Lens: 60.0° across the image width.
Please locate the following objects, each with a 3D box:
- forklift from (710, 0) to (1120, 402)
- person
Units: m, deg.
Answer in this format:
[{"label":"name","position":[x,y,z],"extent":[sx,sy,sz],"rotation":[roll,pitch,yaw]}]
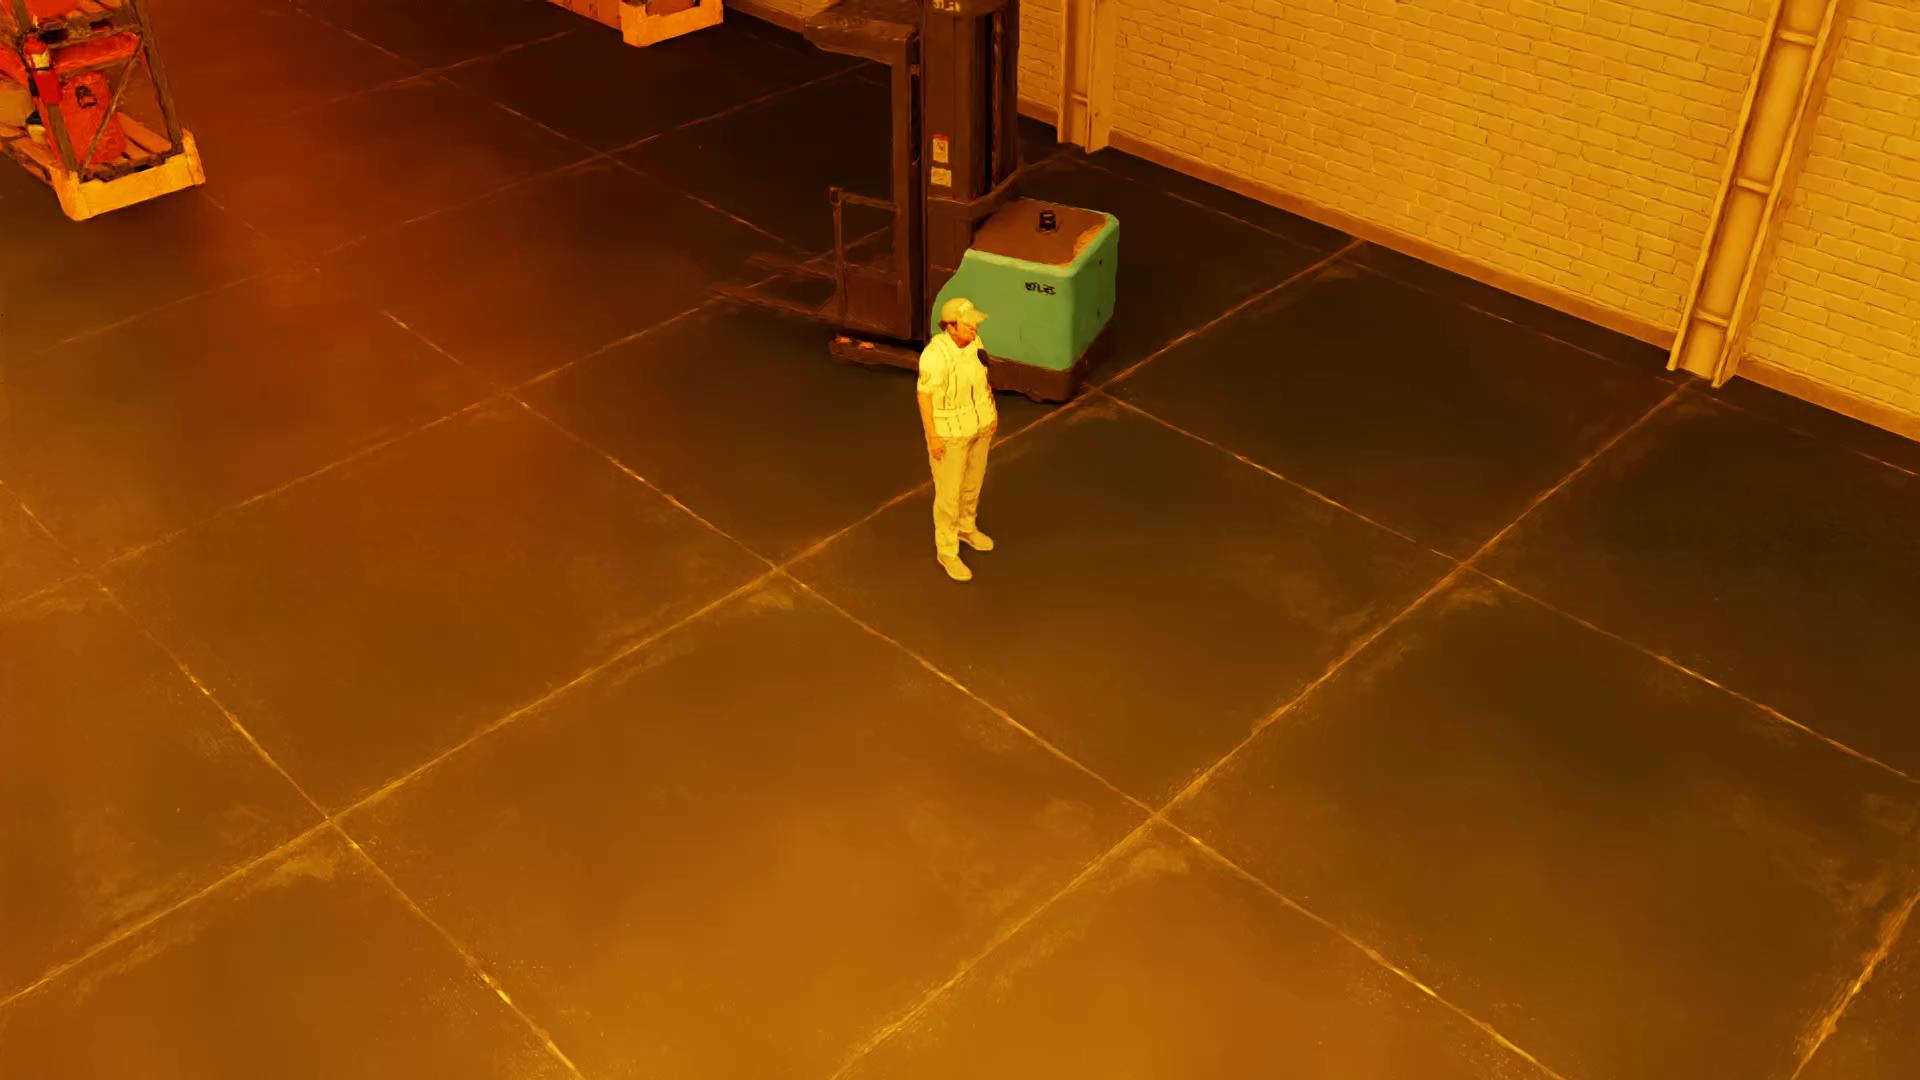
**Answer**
[{"label":"forklift","position":[-0.408,-2.741,11.767],"extent":[3.031,2.935,1.130],"rotation":[15,39,20]},{"label":"person","position":[0.039,-0.638,9.948],"extent":[0.529,1.669,0.598],"rotation":[30,46,34]}]
